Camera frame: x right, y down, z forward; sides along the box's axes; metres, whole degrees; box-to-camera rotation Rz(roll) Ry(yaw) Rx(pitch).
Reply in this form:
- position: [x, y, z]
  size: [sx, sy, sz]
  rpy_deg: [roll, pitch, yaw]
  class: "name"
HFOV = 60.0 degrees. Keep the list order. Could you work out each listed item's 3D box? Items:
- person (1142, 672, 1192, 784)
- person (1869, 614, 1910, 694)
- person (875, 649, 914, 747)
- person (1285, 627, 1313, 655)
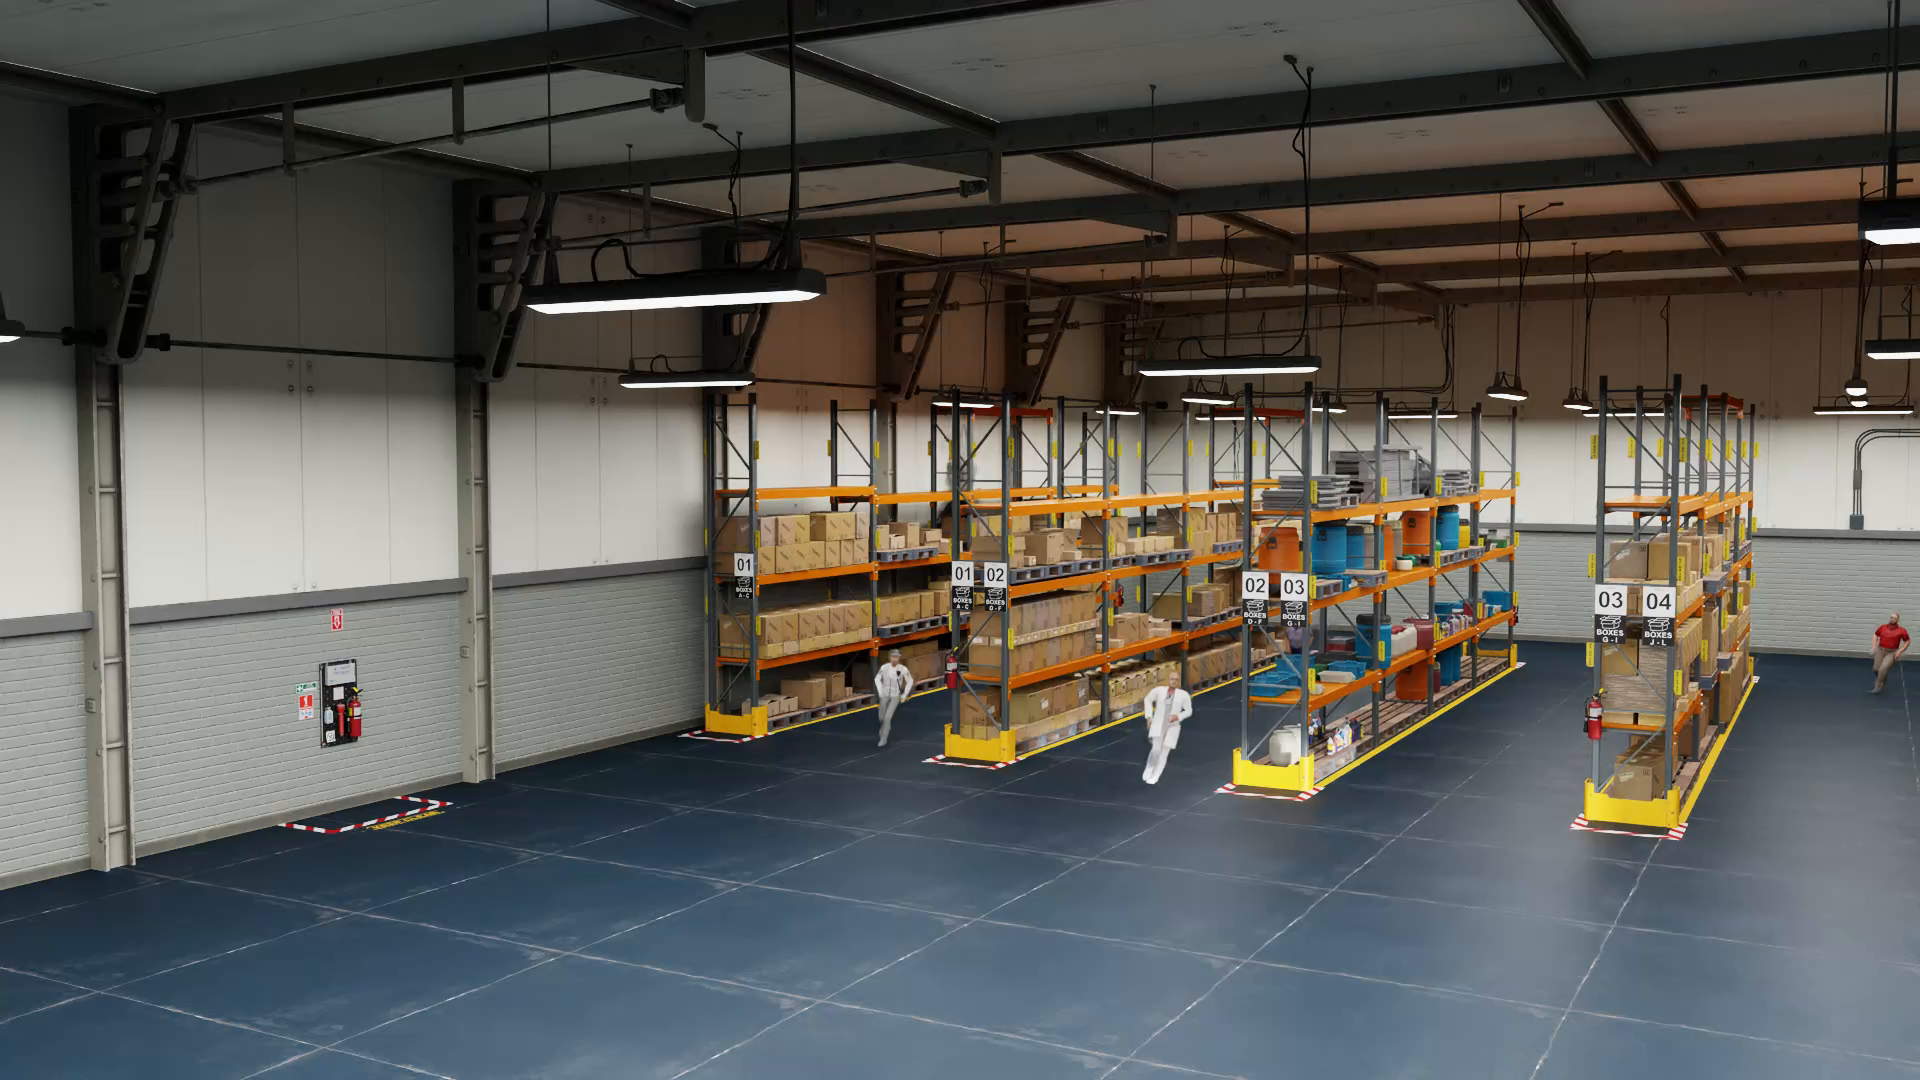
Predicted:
- position: [3.089, 2.807, 24.770]
  size: [0.733, 1.690, 0.625]
  rpy_deg: [0, 3, 5]
  class: "person"
- position: [19.094, 2.335, 34.141]
  size: [0.624, 1.648, 0.701]
  rpy_deg: [-3, 4, -43]
  class: "person"
- position: [-1.116, 2.665, 28.360]
  size: [0.666, 1.657, 0.650]
  rpy_deg: [0, 3, 9]
  class: "person"
- position: [7.093, 2.366, 34.742]
  size: [0.606, 1.601, 0.818]
  rpy_deg: [1, 3, 22]
  class: "person"
